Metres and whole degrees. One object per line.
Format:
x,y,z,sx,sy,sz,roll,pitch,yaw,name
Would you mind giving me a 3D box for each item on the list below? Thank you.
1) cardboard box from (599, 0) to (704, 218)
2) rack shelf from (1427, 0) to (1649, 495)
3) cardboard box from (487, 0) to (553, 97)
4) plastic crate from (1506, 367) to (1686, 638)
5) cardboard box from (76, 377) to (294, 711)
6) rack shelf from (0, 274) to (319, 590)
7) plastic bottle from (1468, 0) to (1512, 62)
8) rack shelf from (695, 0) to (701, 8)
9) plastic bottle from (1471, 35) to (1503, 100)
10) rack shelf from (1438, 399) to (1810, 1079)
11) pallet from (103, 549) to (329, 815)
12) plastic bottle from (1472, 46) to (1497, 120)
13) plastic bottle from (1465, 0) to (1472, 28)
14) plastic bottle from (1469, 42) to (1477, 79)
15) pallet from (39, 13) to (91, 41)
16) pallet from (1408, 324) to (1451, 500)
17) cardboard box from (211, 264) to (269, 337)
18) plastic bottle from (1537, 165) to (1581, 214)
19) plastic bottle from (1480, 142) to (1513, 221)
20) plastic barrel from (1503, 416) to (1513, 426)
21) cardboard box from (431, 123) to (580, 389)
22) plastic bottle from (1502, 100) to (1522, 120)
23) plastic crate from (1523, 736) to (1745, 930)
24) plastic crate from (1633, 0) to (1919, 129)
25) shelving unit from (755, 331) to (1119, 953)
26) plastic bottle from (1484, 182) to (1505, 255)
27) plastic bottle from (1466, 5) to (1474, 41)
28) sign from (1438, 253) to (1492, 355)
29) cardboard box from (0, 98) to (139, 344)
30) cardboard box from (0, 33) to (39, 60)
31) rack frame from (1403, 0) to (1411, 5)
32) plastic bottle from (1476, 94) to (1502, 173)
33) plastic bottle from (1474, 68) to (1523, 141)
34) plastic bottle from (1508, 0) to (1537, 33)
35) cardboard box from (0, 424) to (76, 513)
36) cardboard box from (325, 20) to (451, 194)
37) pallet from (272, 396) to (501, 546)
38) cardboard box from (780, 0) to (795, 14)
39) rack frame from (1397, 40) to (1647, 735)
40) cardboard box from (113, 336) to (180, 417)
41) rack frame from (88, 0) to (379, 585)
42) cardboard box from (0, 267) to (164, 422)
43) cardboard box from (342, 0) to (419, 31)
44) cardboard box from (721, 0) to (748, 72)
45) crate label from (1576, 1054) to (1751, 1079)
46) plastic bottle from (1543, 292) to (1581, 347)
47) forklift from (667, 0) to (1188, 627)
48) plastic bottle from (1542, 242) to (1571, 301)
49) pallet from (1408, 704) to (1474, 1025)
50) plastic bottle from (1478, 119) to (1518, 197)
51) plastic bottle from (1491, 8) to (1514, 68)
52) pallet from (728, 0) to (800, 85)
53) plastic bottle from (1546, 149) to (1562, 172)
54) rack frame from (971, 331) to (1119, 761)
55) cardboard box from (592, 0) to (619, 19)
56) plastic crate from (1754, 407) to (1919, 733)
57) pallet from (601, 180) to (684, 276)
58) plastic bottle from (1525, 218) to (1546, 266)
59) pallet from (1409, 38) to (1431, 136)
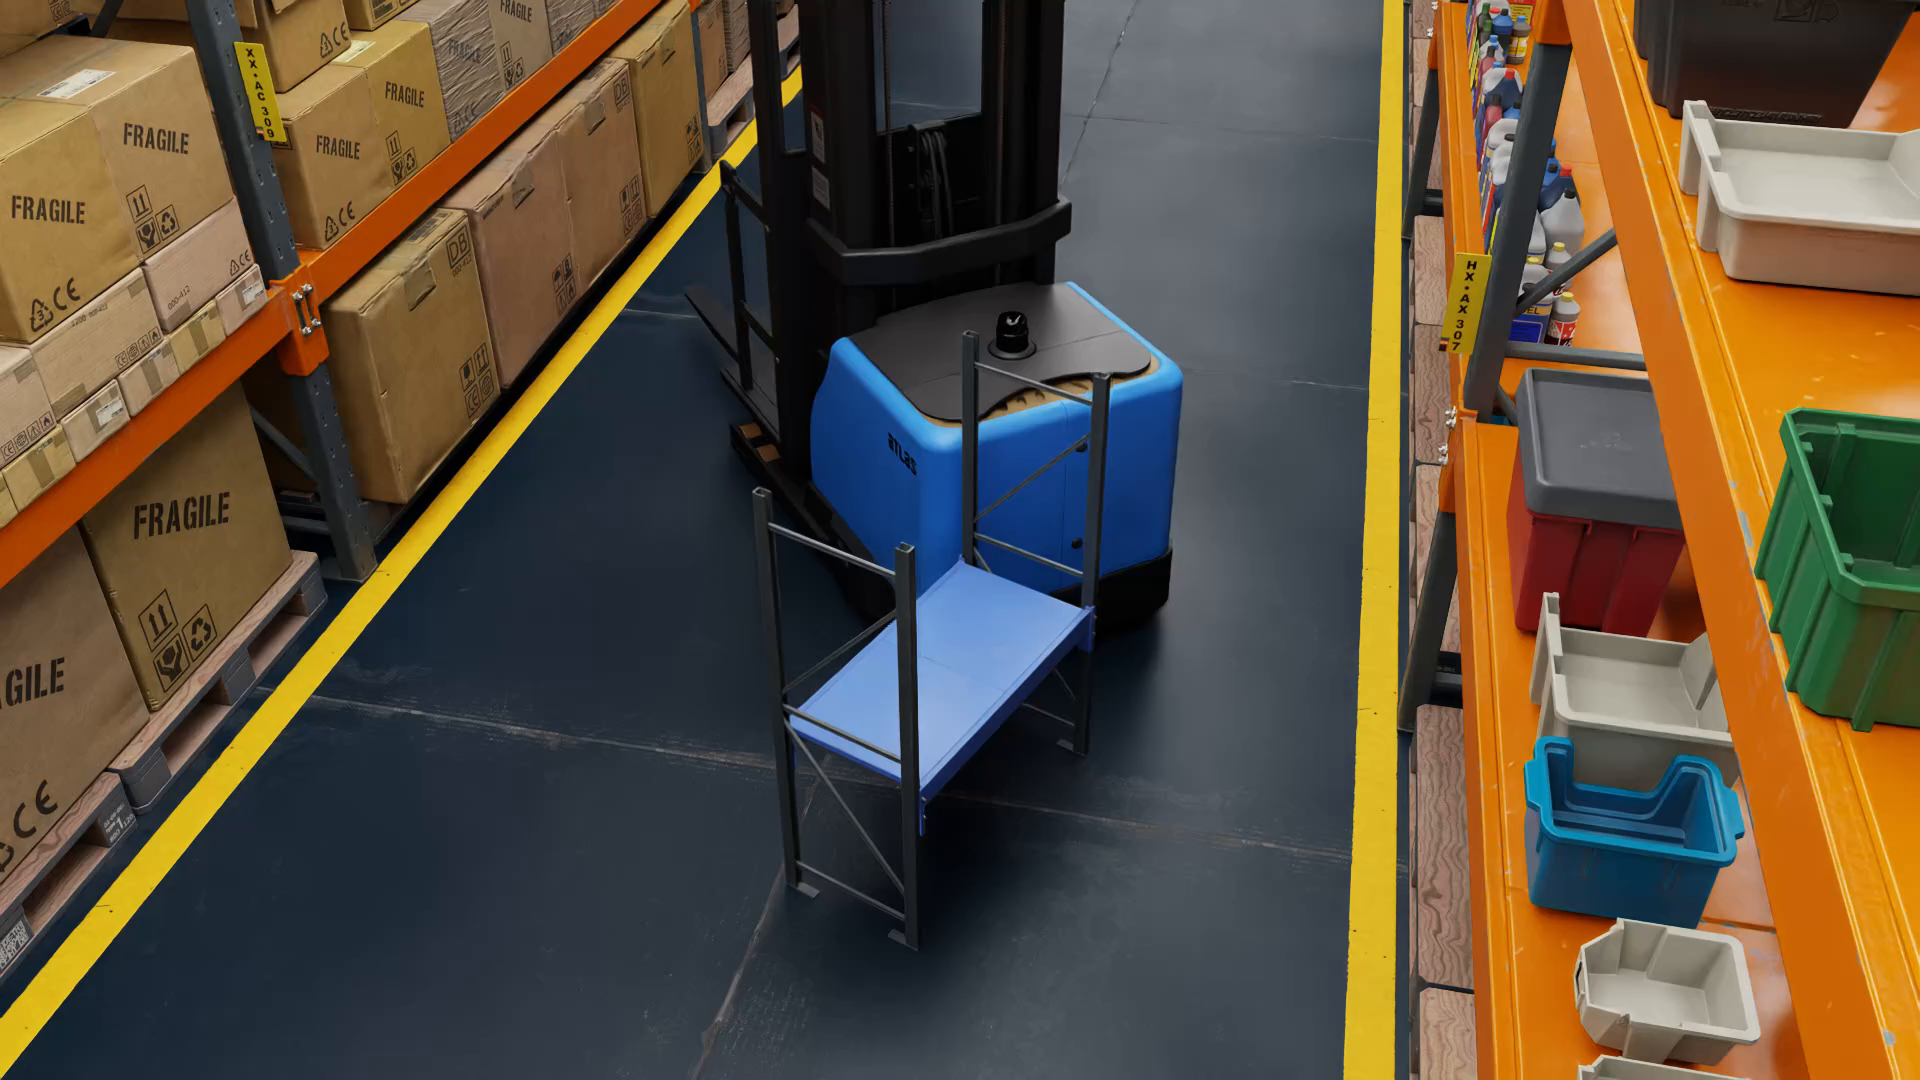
-2.122,-2.345,8.882,1.225,0.875,0.875,6,36,8,cardboard box
2.457,-1.370,6.697,1.077,0.370,4.000,7,37,10,rack shelf
-2.147,-2.280,7.255,0.500,0.500,0.500,8,37,11,cardboard box
1.594,-0.084,4.205,0.402,0.464,0.583,7,37,10,plastic crate
-3.028,-0.077,5.752,0.875,0.875,0.875,7,37,10,cardboard box
-3.236,0.303,4.390,1.077,0.370,4.000,7,37,10,rack shelf
2.377,-2.285,7.452,0.152,0.276,0.135,7,37,10,plastic bottle
-1.527,-4.284,10.718,1.077,0.370,4.000,7,37,10,rack shelf
2.248,-2.011,7.078,0.097,0.271,0.097,0,36,0,plastic bottle
1.603,0.923,3.533,1.077,0.370,4.000,7,37,10,rack shelf
-3.047,0.420,5.991,1.003,0.211,1.213,7,37,10,pallet
2.185,-1.896,6.910,0.061,0.283,0.133,7,37,10,plastic bottle
2.476,-2.550,7.818,0.152,0.276,0.135,7,37,10,plastic bottle
2.297,-2.115,7.281,0.097,0.201,0.097,0,36,0,plastic bottle
-6.536,-3.422,11.291,1.003,0.211,1.213,7,37,10,pallet
2.494,-0.524,7.293,1.003,0.211,1.213,7,37,10,pallet
-2.554,-0.818,5.536,0.380,0.149,0.250,8,37,10,cardboard box
2.087,-1.150,5.823,0.144,0.351,0.185,7,37,10,plastic bottle
2.013,-1.306,6.102,0.152,0.276,0.135,7,37,10,plastic bottle
2.163,-0.145,5.824,0.600,0.901,0.708,7,37,10,plastic barrel
-2.501,-1.327,7.477,1.225,0.875,0.875,6,36,8,cardboard box
2.148,-1.576,6.479,0.097,0.271,0.097,0,36,0,plastic bottle
1.364,0.613,3.440,0.416,0.233,0.300,7,37,10,plastic crate
1.497,-0.998,3.127,0.497,0.269,0.590,7,37,10,plastic crate
-0.038,0.305,5.050,0.538,1.500,1.048,22,41,27,shelving unit
1.946,-1.168,5.848,0.144,0.351,0.185,7,37,10,plastic bottle
2.404,-2.401,7.676,0.097,0.201,0.097,0,36,0,plastic bottle
1.493,-0.697,4.919,0.100,0.325,0.005,7,37,10,sign
-2.757,-0.915,4.692,0.500,0.500,0.500,8,37,10,cardboard box
-3.161,-1.256,5.162,0.500,0.500,0.500,7,37,10,cardboard box
3.739,-5.101,11.232,1.000,3.000,0.127,7,37,10,rack frame
2.067,-1.581,6.474,0.061,0.283,0.133,7,37,10,plastic bottle
2.180,-1.755,6.721,0.152,0.276,0.135,7,37,10,plastic bottle
2.625,-2.531,7.792,0.152,0.276,0.135,7,37,10,plastic bottle
-2.773,-0.228,4.722,0.380,0.149,0.250,8,37,11,cardboard box
-2.360,-1.697,6.450,0.500,0.500,0.500,7,37,10,cardboard box
-2.717,-0.458,7.202,1.003,0.211,1.213,7,37,10,pallet
-1.491,-3.947,11.394,0.700,0.500,0.500,4,36,6,cardboard box
2.030,-0.514,4.904,1.000,3.000,0.127,7,37,10,rack frame
-2.663,-0.523,5.130,0.380,0.149,0.250,7,36,9,cardboard box
-2.809,-1.135,5.760,1.000,3.000,0.127,7,37,10,rack frame
-2.755,-0.612,4.913,0.500,0.250,0.500,8,37,11,cardboard box
-2.522,-2.341,6.484,0.797,0.503,0.637,8,37,10,cardboard box
-1.725,-3.301,10.503,0.700,0.500,0.500,4,36,6,cardboard box
1.285,1.044,2.927,0.396,0.136,0.243,7,37,10,crate label
1.924,-0.696,5.323,0.097,0.201,0.097,0,36,0,plastic bottle
-0.362,-1.530,6.363,1.130,2.935,3.031,-19,40,-24,forklift
2.002,-0.905,5.612,0.097,0.201,0.097,0,36,0,plastic bottle
1.911,1.041,5.134,1.003,0.211,1.213,7,37,10,pallet
2.062,-1.439,6.286,0.152,0.276,0.135,7,37,10,plastic bottle
2.385,-2.212,7.356,0.097,0.271,0.097,0,36,0,plastic bottle
-1.523,-3.445,11.323,1.003,0.211,1.213,7,37,10,pallet
2.139,-1.300,6.097,0.097,0.271,0.097,0,36,0,plastic bottle
0.251,0.060,5.389,0.500,1.500,0.032,22,41,27,rack frame
-1.930,-2.870,8.069,0.500,0.500,0.500,7,37,10,cardboard box
1.107,0.049,1.751,0.450,0.188,0.336,7,37,10,plastic crate
-2.196,-1.857,9.132,1.003,0.211,1.213,7,37,10,pallet
1.876,-0.940,5.597,0.152,0.276,0.135,7,37,10,plastic bottle
3.351,-2.815,10.454,1.003,0.211,1.213,7,37,10,pallet
